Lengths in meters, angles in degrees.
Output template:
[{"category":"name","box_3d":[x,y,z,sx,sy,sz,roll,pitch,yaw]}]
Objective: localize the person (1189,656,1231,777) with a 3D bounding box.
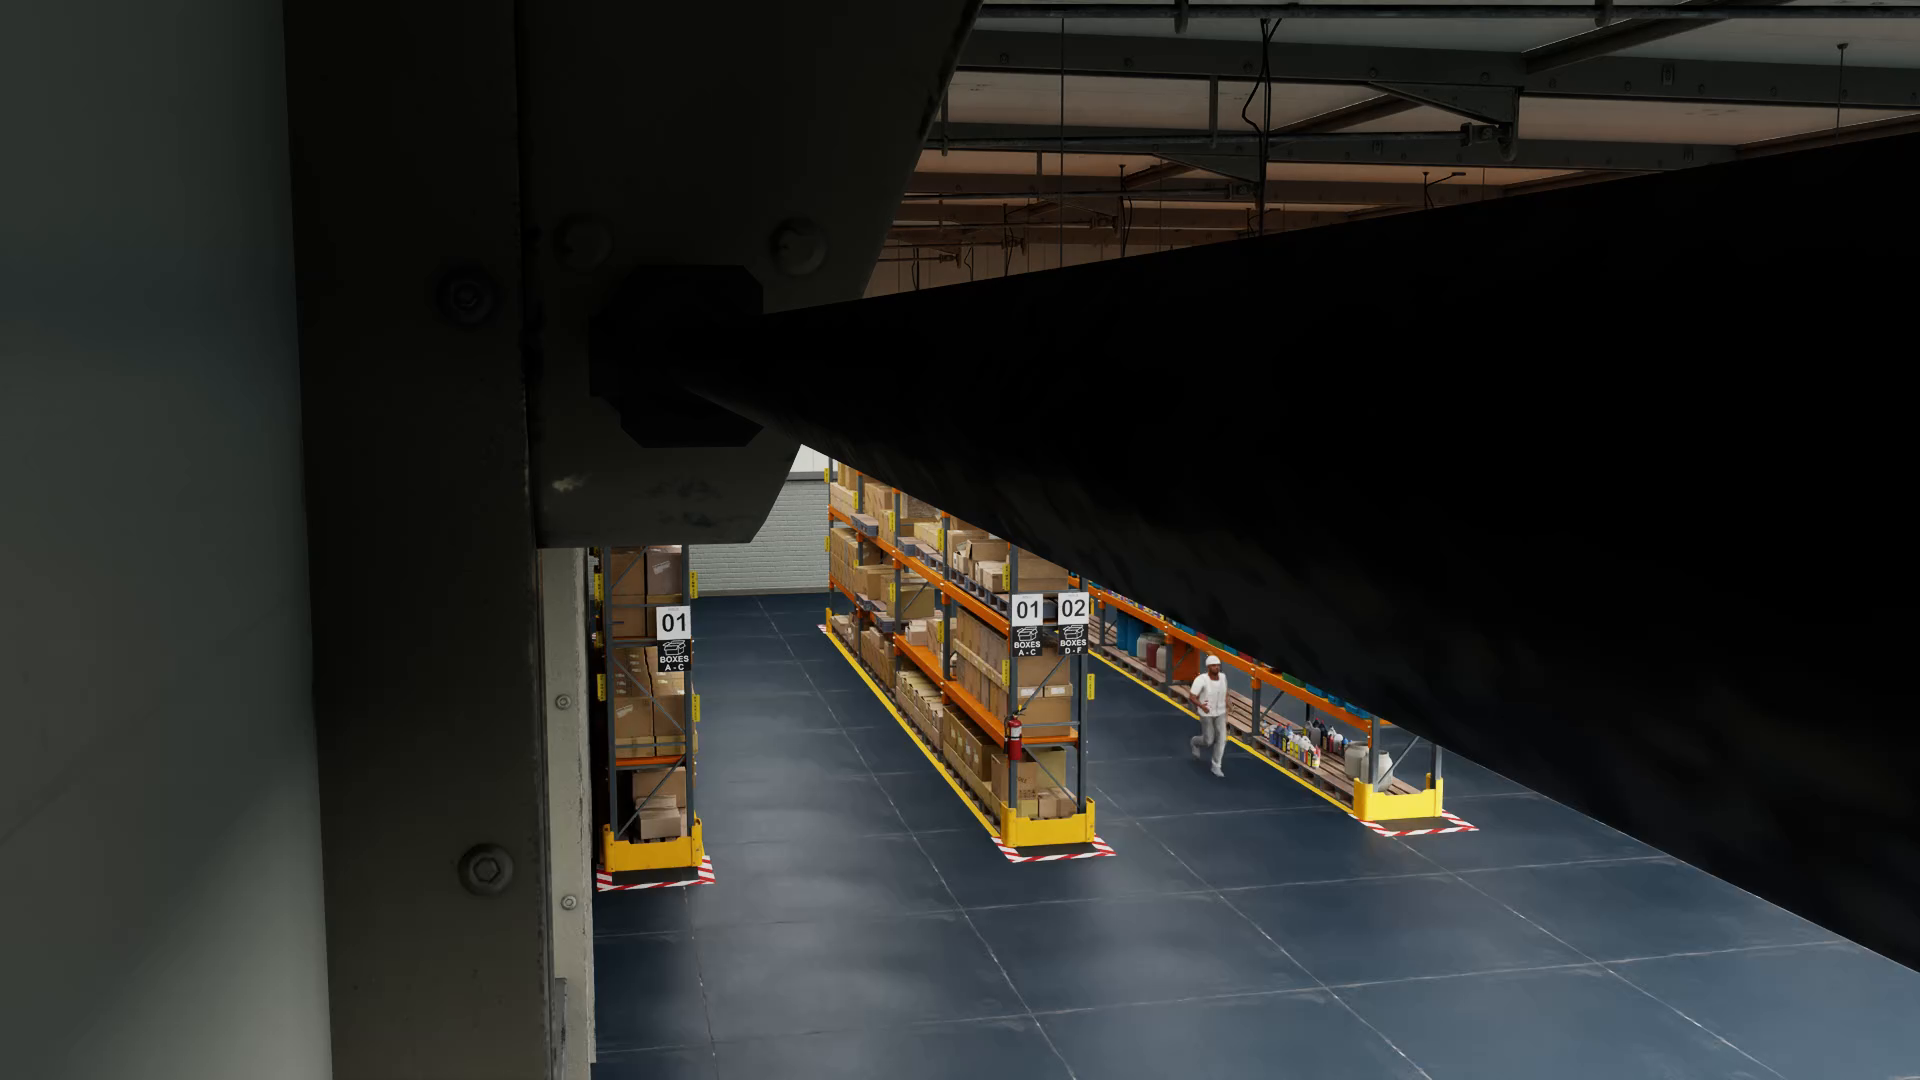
[{"category":"person","box_3d":[3.707,2.572,24.597,0.709,1.765,0.824,-3,7,-21]}]
